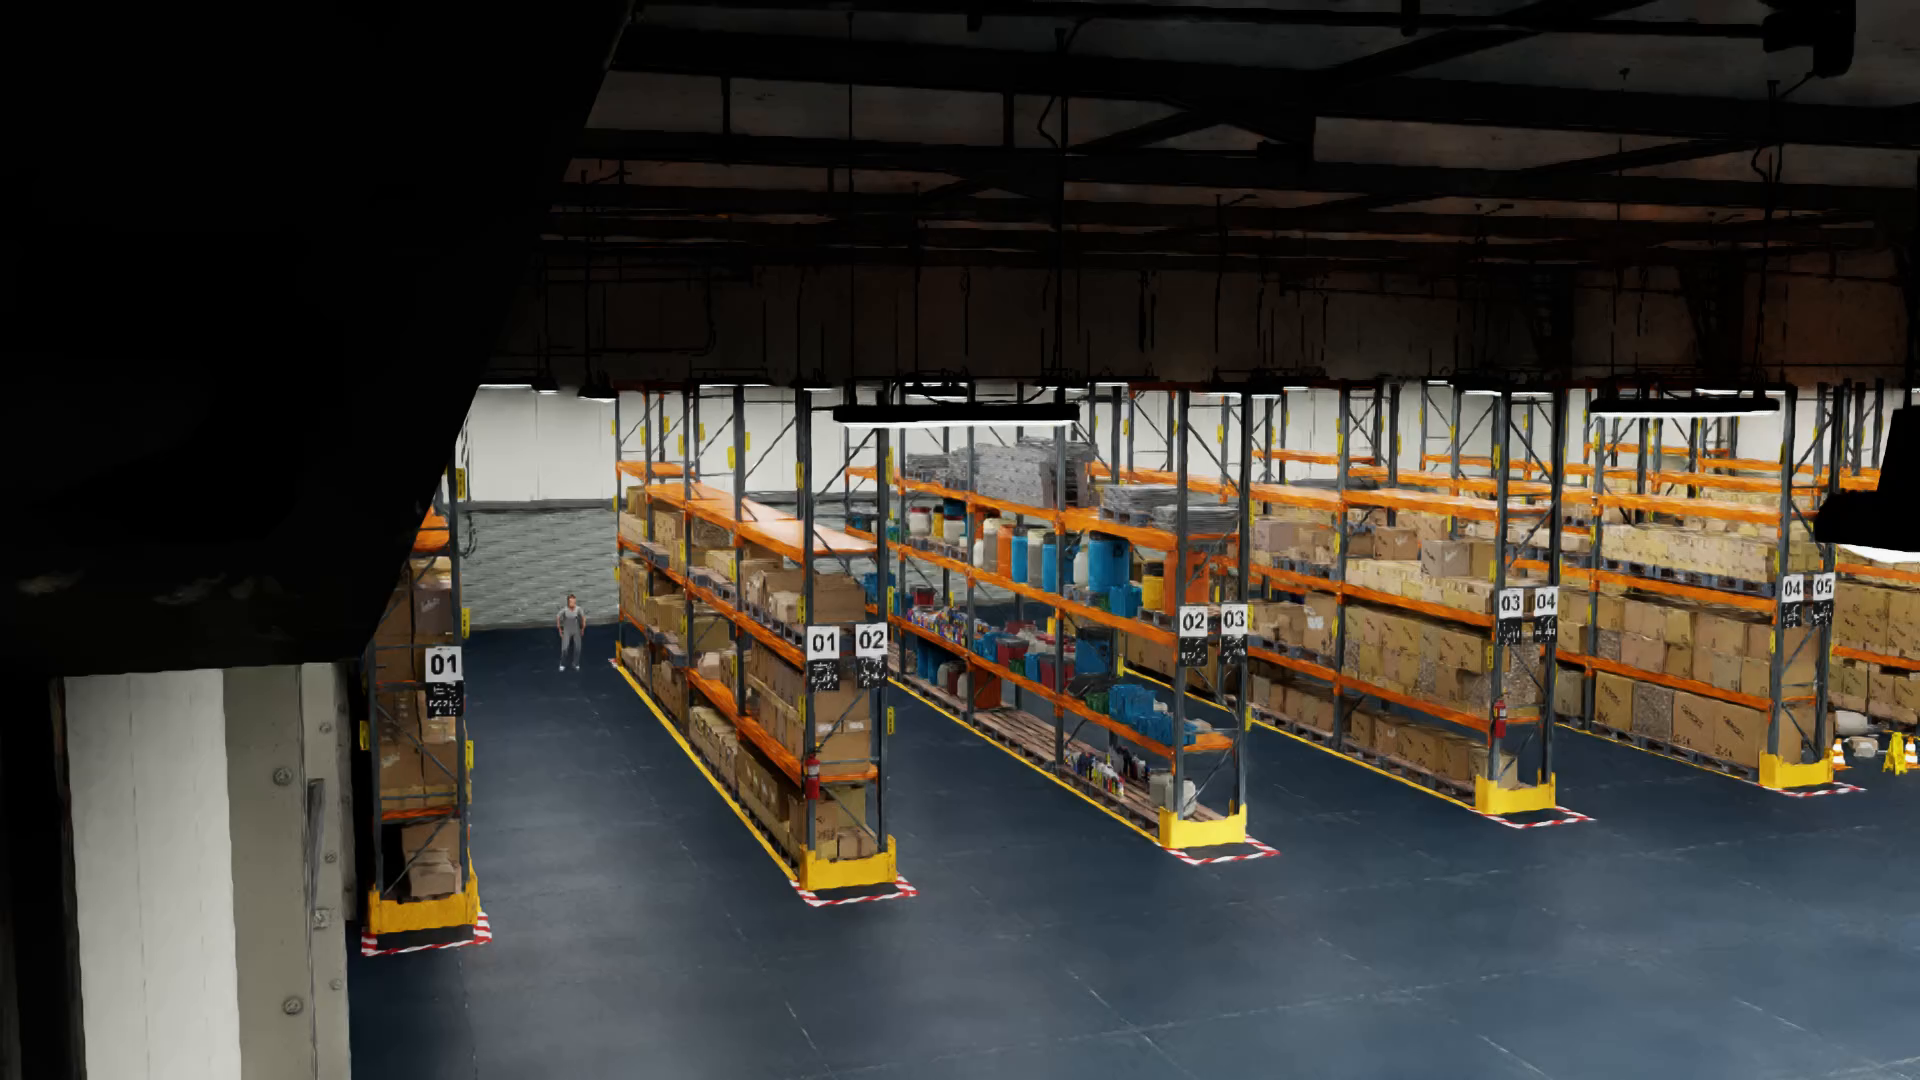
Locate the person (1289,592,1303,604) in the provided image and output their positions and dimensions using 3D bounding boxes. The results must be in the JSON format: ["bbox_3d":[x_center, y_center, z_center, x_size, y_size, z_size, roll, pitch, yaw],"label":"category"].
[{"bbox_3d":[8.451,1.091,41.795,0.596,1.642,0.396,5,8,40],"label":"person"}]

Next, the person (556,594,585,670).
[{"bbox_3d":[-8.033,1.889,34.343,0.580,1.585,0.507,-2,6,-21],"label":"person"}]
